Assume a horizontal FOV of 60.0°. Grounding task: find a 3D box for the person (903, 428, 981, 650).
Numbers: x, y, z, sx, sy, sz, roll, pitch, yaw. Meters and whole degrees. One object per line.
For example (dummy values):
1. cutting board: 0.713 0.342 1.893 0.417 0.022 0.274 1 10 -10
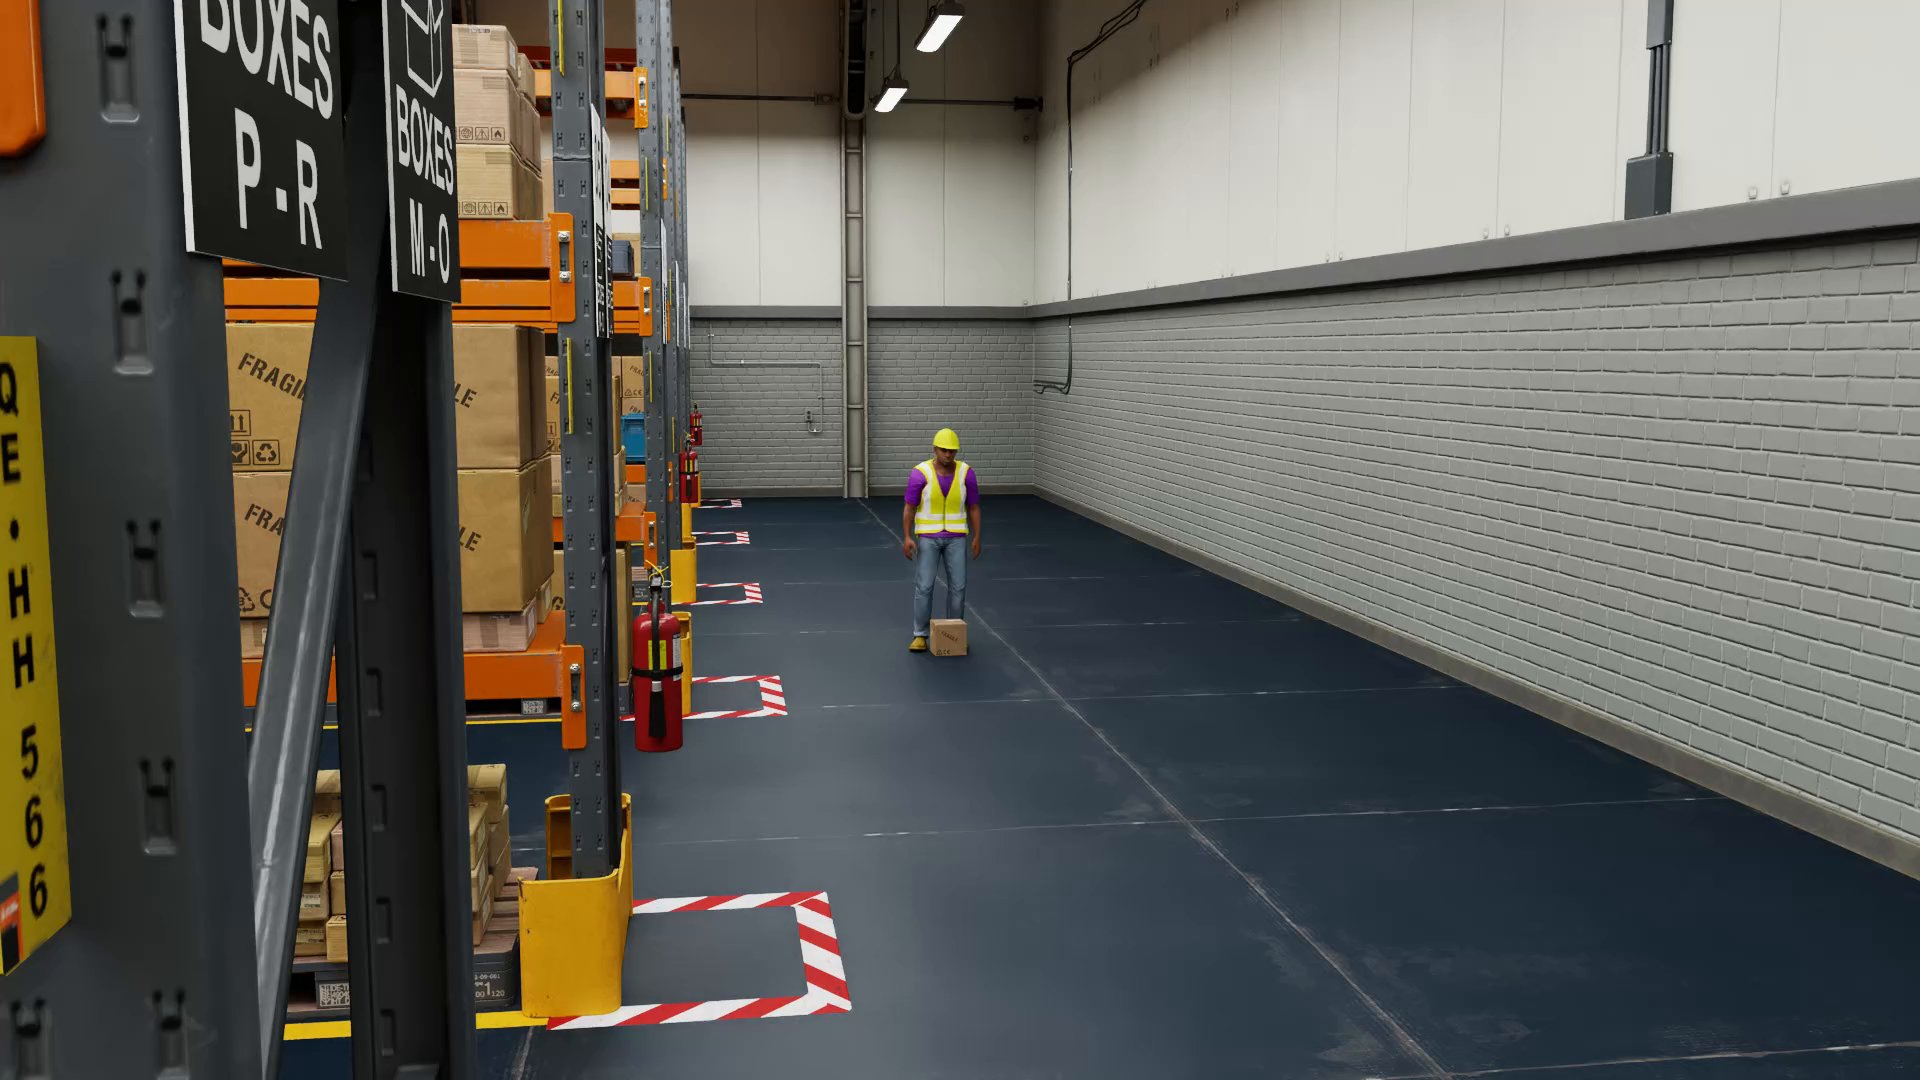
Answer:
1. person: -0.139 -0.008 13.205 0.629 1.761 0.462 -1 7 -9
